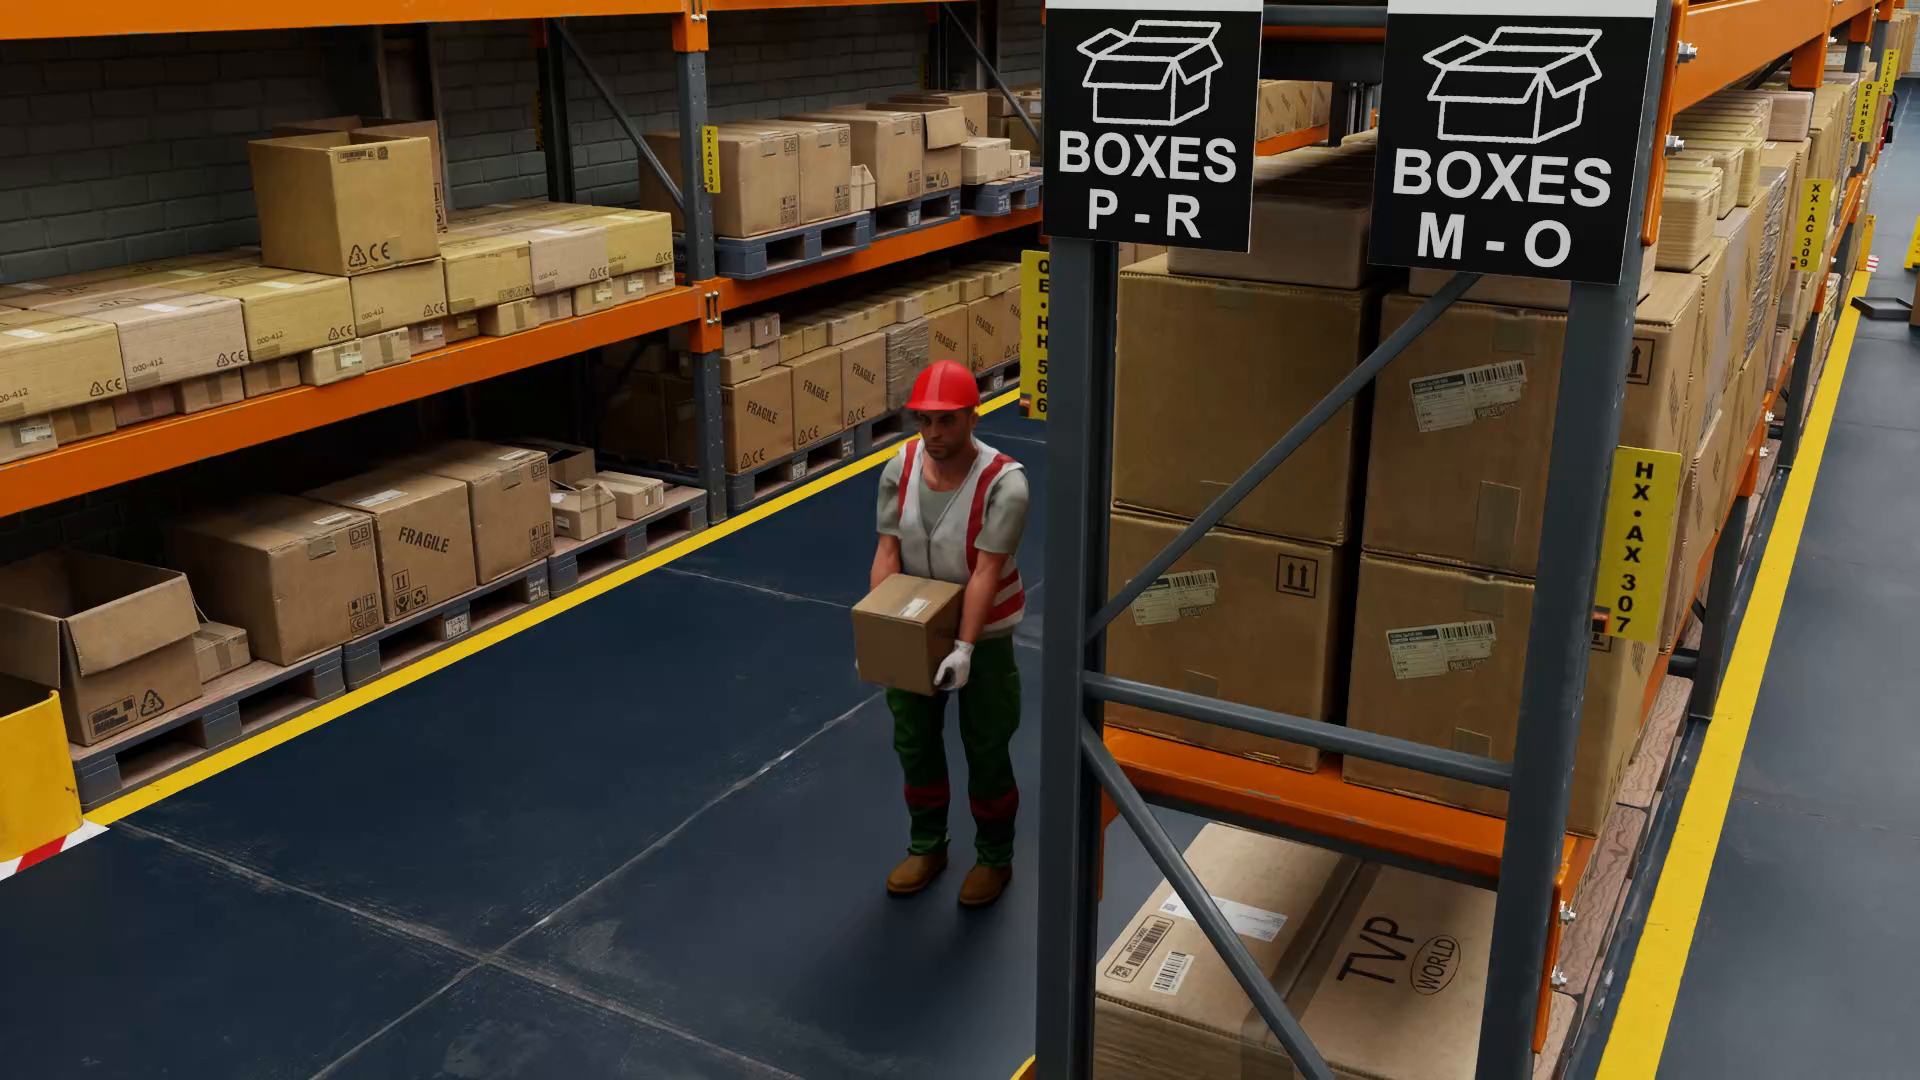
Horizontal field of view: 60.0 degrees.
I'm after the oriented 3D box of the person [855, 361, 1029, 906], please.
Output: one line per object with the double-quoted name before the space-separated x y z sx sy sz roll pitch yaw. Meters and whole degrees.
"person" -0.042 0.309 5.170 0.493 1.770 0.576 10 22 26
